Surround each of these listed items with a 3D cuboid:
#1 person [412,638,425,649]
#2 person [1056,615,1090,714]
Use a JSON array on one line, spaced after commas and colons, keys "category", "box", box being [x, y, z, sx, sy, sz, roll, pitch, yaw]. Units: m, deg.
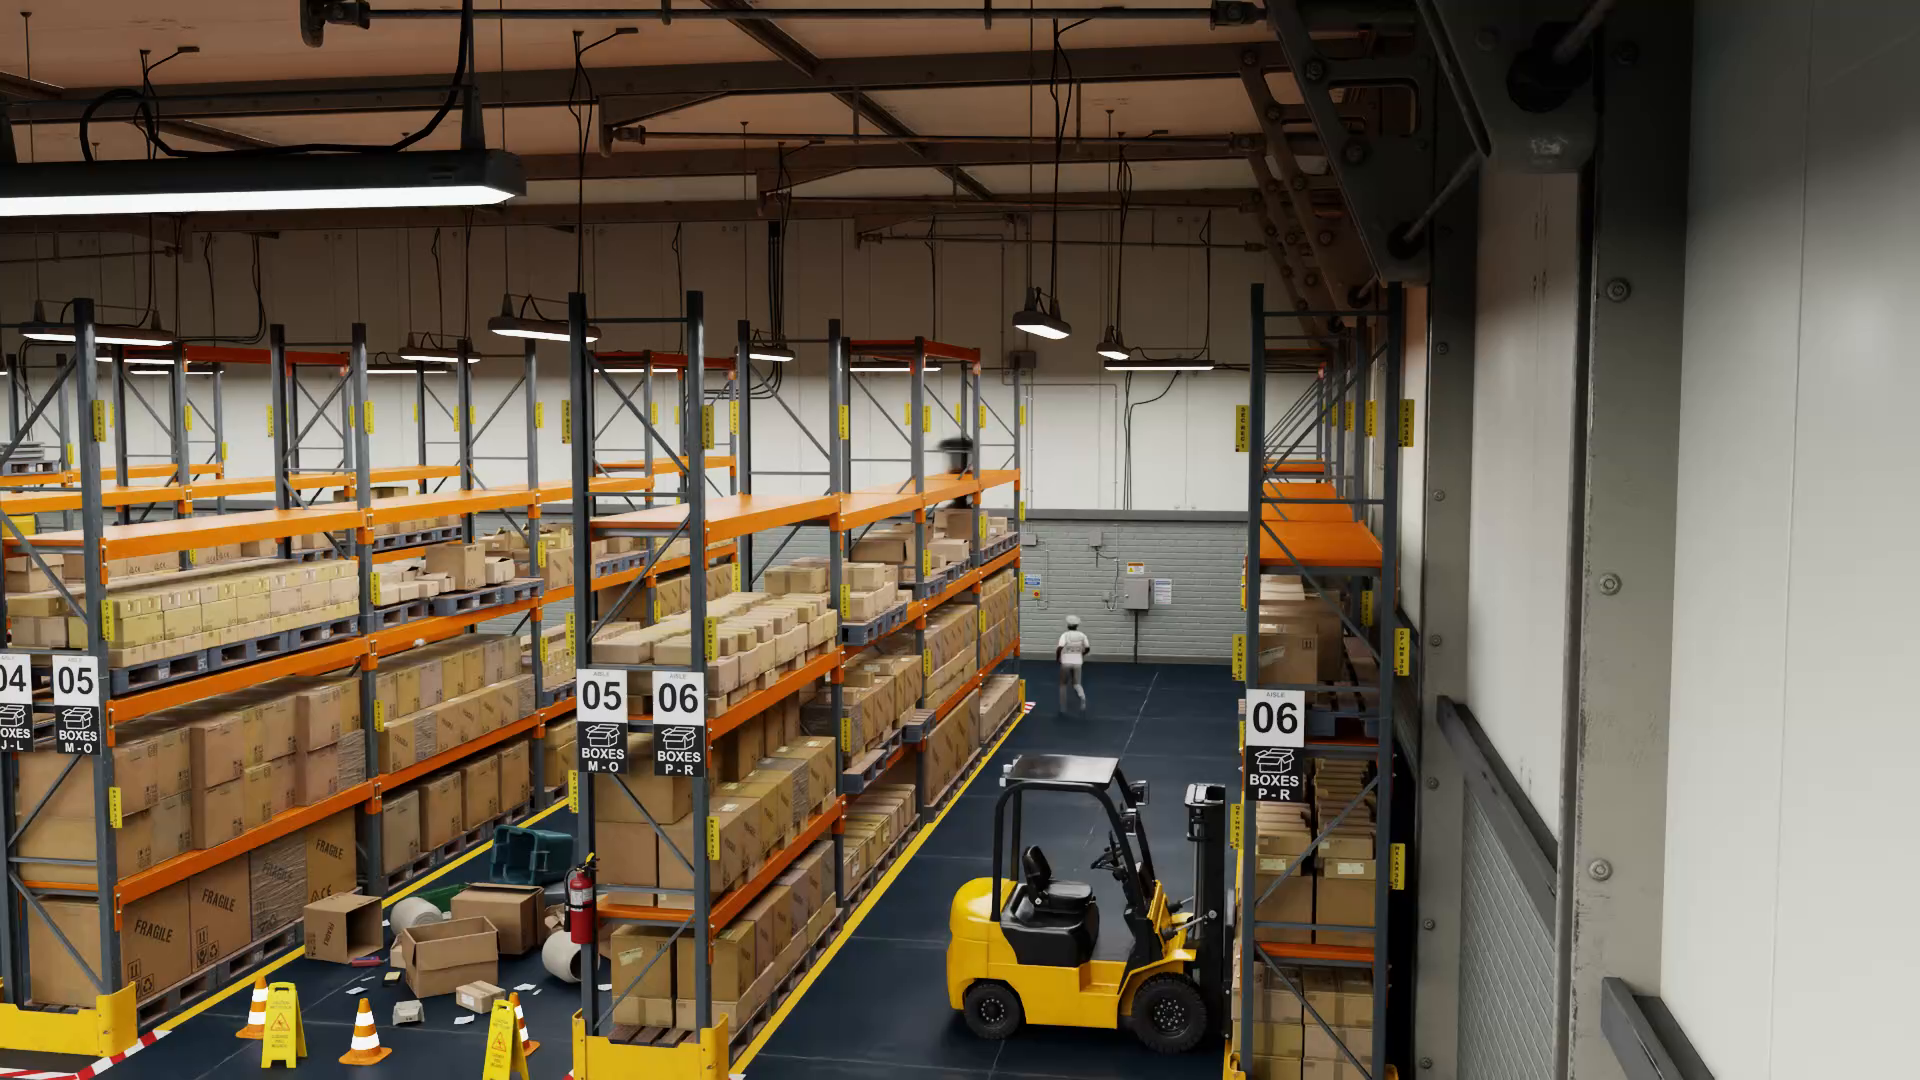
[{"category": "person", "box": [-8.314, 2.297, 25.784, 0.608, 1.619, 0.728, 0, 5, -2]}, {"category": "person", "box": [1.894, 2.103, 27.866, 0.605, 1.665, 0.755, -1, 5, -14]}]
